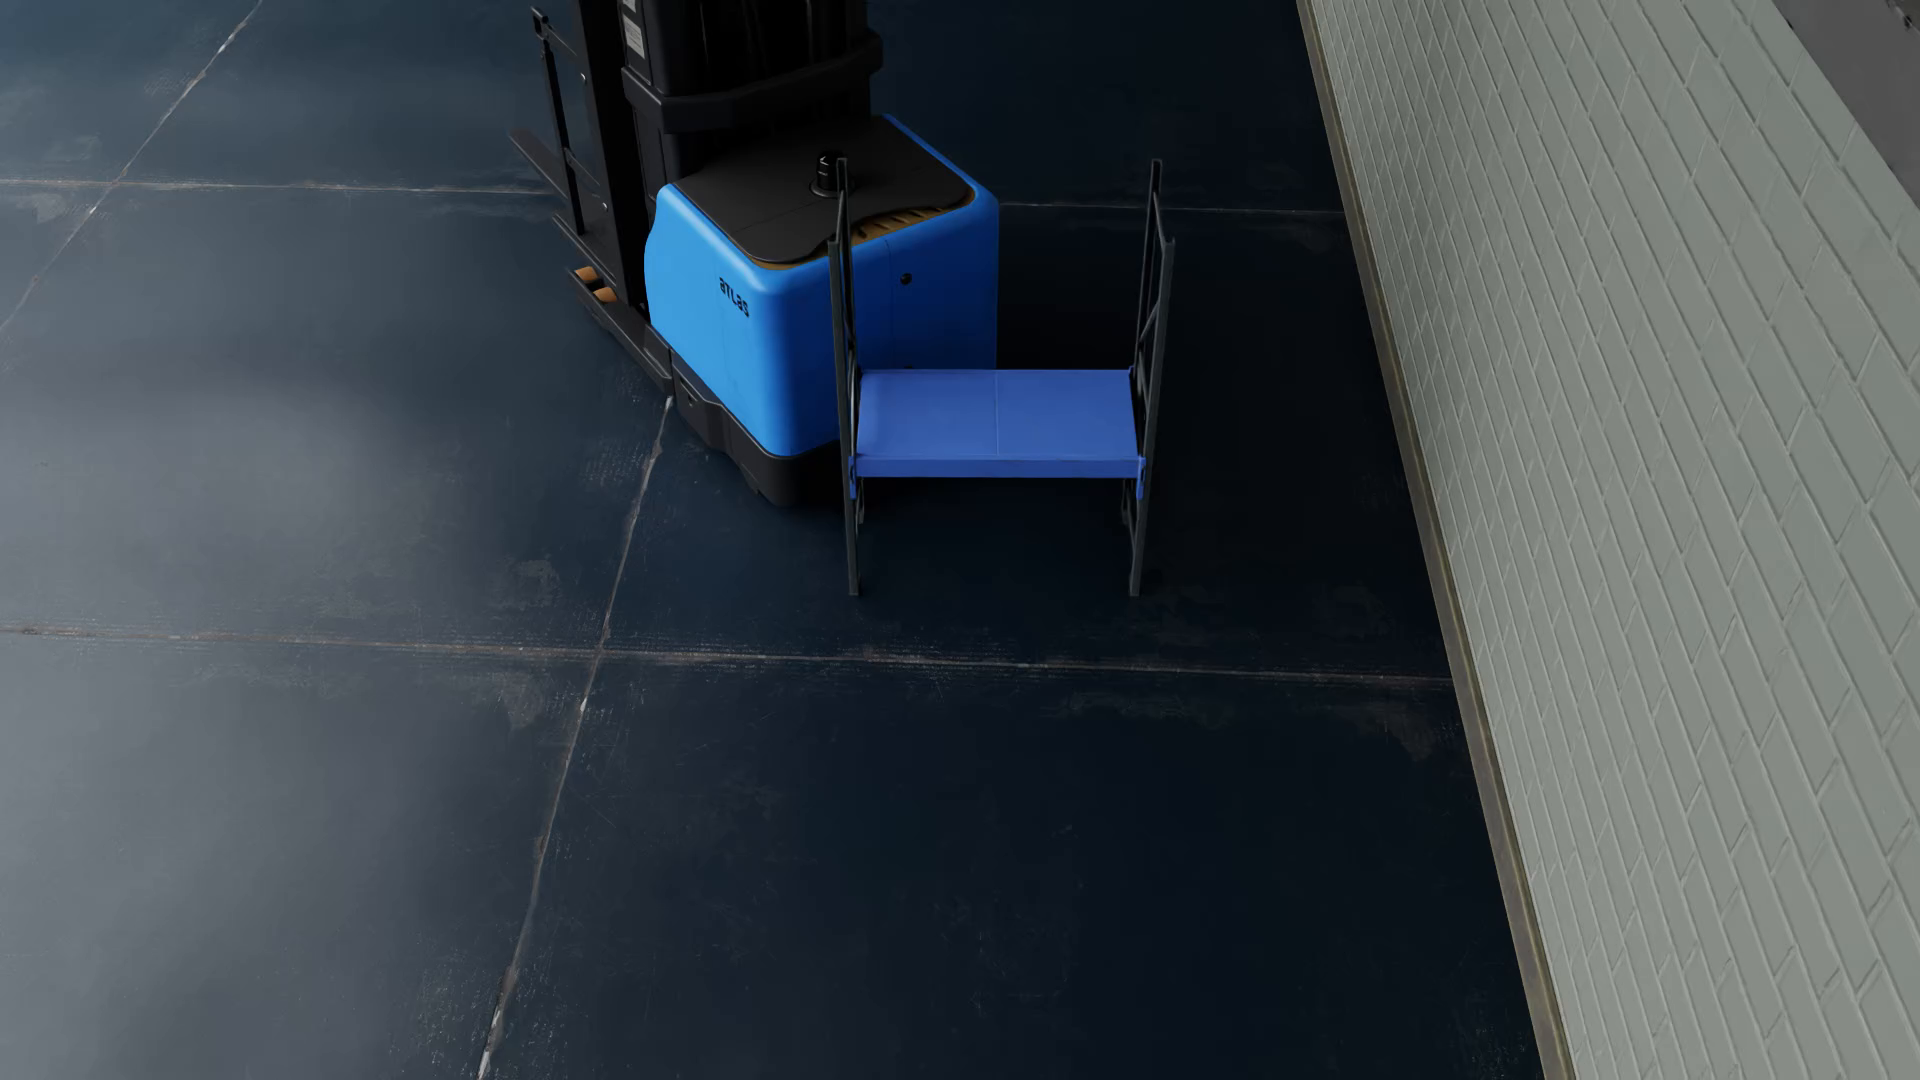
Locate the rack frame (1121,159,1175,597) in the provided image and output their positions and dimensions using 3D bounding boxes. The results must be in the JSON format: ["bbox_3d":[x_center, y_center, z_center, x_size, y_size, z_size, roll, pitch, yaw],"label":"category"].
[{"bbox_3d":[0.635,-0.512,5.700,0.032,1.500,0.500,0,43,0],"label":"rack frame"}]

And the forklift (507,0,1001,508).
[{"bbox_3d":[-1.078,-2.170,6.429,1.130,2.935,3.031,-25,48,-24],"label":"forklift"}]

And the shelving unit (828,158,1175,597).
[{"bbox_3d":[0.126,-0.514,5.701,1.048,1.500,0.538,0,43,0],"label":"shelving unit"}]

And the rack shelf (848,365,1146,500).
[{"bbox_3d":[0.126,-0.382,5.824,1.000,0.185,0.538,0,43,0],"label":"rack shelf"}]

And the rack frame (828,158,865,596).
[{"bbox_3d":[-0.382,-0.515,5.703,0.032,1.500,0.500,0,43,0],"label":"rack frame"}]
